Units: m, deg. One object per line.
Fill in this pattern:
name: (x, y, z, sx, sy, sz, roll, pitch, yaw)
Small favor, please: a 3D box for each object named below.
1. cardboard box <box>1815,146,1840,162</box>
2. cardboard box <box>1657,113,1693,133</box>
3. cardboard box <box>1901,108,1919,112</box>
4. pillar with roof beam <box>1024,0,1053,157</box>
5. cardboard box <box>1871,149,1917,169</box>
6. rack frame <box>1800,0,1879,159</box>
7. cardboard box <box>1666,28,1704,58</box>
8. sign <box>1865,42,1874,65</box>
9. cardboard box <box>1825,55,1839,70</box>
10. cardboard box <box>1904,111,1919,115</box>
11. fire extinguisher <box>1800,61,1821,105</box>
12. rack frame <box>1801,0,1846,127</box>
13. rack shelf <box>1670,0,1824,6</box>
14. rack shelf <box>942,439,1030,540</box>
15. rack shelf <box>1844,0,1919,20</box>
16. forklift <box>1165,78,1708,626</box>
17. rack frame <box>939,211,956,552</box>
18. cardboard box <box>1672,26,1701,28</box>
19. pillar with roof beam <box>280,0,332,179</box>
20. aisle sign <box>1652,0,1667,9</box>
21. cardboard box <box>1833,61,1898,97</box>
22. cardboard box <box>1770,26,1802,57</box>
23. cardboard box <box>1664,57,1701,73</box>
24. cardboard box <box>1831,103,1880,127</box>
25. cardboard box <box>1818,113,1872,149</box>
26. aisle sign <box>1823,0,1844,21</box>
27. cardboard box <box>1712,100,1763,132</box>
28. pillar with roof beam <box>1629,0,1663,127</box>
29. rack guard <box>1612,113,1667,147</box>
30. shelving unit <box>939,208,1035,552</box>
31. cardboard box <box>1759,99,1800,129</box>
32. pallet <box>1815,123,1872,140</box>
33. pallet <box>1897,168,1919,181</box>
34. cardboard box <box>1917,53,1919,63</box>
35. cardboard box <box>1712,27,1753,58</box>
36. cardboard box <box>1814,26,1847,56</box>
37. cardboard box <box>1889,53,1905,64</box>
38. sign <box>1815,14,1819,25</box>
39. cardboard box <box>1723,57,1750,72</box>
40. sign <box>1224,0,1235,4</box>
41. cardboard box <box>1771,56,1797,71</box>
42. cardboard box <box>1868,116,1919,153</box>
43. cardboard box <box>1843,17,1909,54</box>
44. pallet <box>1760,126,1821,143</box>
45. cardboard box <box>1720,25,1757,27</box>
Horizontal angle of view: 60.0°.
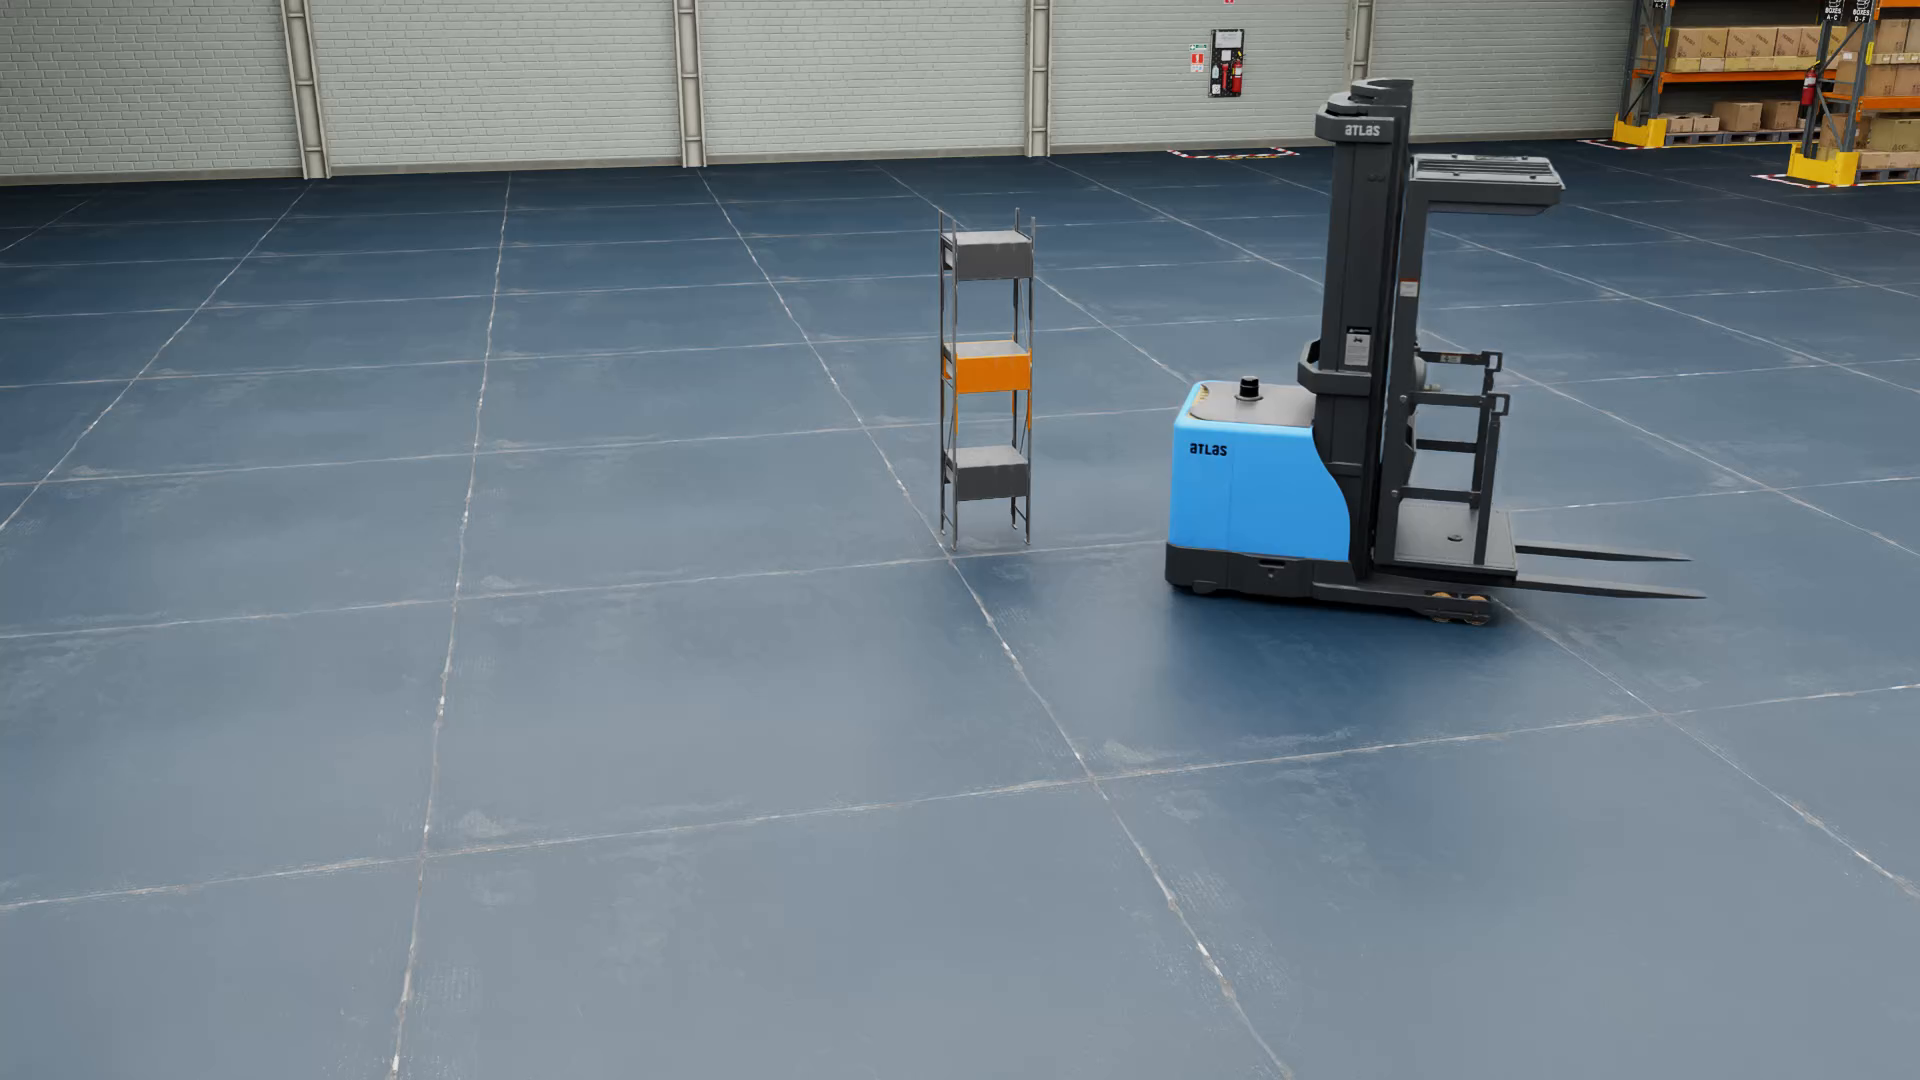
cardboard box: (14.150, -6.184, 26.722, 0.500, 0.250, 0.500, -5, 21, -12)
cardboard box: (13.247, -7.763, 30.915, 0.500, 0.311, 0.500, -7, 21, -19)
cardboard box: (18.155, -8.292, 32.085, 0.500, 0.500, 0.700, -4, 21, -12)
pillar with roof beam: (2.347, -9.565, 23.844, 0.400, 9.000, 9.100, -5, 21, -12)
cardboard box: (14.755, -6.051, 26.360, 0.500, 0.250, 0.500, -5, 21, -12)
rack frame: (13.696, -7.136, 25.935, 0.127, 3.000, 1.000, -5, 21, -12)
cardboard box: (13.086, -9.022, 30.183, 0.500, 0.500, 0.500, -5, 21, -12)
sign: (13.818, -7.394, 25.264, 0.005, 0.325, 0.100, -5, 21, -12)
cardboard box: (16.054, -8.911, 30.968, 0.500, 0.250, 0.500, -5, 21, -12)
cardboard box: (15.606, -6.660, 26.931, 0.500, 0.500, 0.500, -5, 21, -12)
fire extinguisher: (13.474, -7.246, 26.347, 0.183, 0.674, 0.296, -5, 21, -12)
rack frame: (16.445, -9.111, 31.325, 0.127, 3.000, 1.000, -5, 21, -12)
rack shelf: (14.499, -10.023, 30.501, 4.000, 0.370, 1.077, -5, 21, -12)
rack shelf: (0.161, -0.329, 10.735, 0.480, 0.518, 0.431, -5, 21, -12)
rack shelf: (15.642, -8.365, 25.975, 4.000, 0.370, 1.077, -5, 21, -12)
forklift: (2.802, -1.091, 9.533, 3.031, 2.935, 1.130, 5, 21, 14)
rack frame: (-0.076, -0.980, 10.436, 0.015, 2.100, 0.400, -5, 21, -12)
cardboard box: (13.455, -9.230, 30.750, 0.500, 0.500, 0.500, -4, 21, -12)
pillar with roof beam: (-9.331, -8.615, 21.251, 0.400, 9.000, 9.100, -5, 21, -12)
aisle sign: (12.552, -9.909, 29.724, 0.004, 0.787, 0.394, -5, 21, -12)
cardboard box: (14.153, -7.216, 26.007, 0.500, 0.500, 0.700, -5, 21, -12)
cardboard box: (15.079, -9.183, 30.622, 0.500, 0.500, 0.500, -5, 21, -14)
cardboard box: (13.101, -8.665, 30.299, 0.500, 0.250, 0.500, -5, 21, -14)
cardboard box: (17.158, -8.207, 31.854, 0.500, 0.500, 0.700, -4, 20, -11)
cardboard box: (14.150, -6.537, 26.595, 0.500, 0.500, 0.500, -5, 21, -12)
aisle sign: (13.565, -8.450, 25.742, 0.004, 0.787, 0.394, -5, 21, -12)
cardboard box: (14.527, -7.938, 31.118, 0.500, 0.500, 0.700, -6, 21, -16)
pillar with roof beam: (14.025, -10.515, 26.437, 0.400, 9.000, 9.100, -5, 21, -12)
rack guard: (12.627, -7.626, 30.907, 0.348, 0.500, 1.175, -5, 21, -12)
shelving unit: (0.161, -0.999, 10.489, 0.503, 2.100, 0.431, -5, 21, -12)
cardboard box: (15.444, -8.048, 31.419, 0.500, 0.500, 0.500, -6, 21, -17)
pallet: (17.203, -7.864, 31.974, 1.213, 0.211, 1.003, -5, 21, -12)
pallet: (15.616, -5.997, 26.879, 1.213, 0.211, 1.003, -5, 21, -12)
cardboard box: (14.873, -7.507, 25.859, 0.250, 0.149, 0.380, -5, 21, -13)
cardboard box: (14.074, -9.097, 30.386, 0.500, 0.500, 0.500, -5, 21, -14)
cardboard box: (16.056, -9.261, 30.834, 0.500, 0.500, 0.500, -5, 21, -13)
cardboard box: (14.384, -7.469, 25.754, 0.250, 0.149, 0.380, -5, 21, -14)
sign: (16.314, -9.840, 31.632, 0.005, 0.325, 0.100, -5, 21, -12)
cardboard box: (14.100, -8.750, 30.528, 0.500, 0.250, 0.500, -5, 21, -13)
sign: (4.751, -9.603, 29.298, 0.199, 0.298, 0.001, -5, 21, -12)
cardboard box: (15.081, -8.829, 30.745, 0.500, 0.250, 0.500, -5, 21, -13)
cardboard box: (14.755, -6.403, 26.229, 0.500, 0.500, 0.500, -5, 21, -12)
cardboard box: (14.205, -7.829, 25.795, 0.500, 0.500, 0.700, -5, 21, -12)
pallet: (15.800, -7.736, 31.627, 1.213, 0.211, 1.003, -5, 21, -12)
cardboard box: (14.447, -9.312, 30.975, 0.500, 0.500, 0.500, -4, 21, -12)
